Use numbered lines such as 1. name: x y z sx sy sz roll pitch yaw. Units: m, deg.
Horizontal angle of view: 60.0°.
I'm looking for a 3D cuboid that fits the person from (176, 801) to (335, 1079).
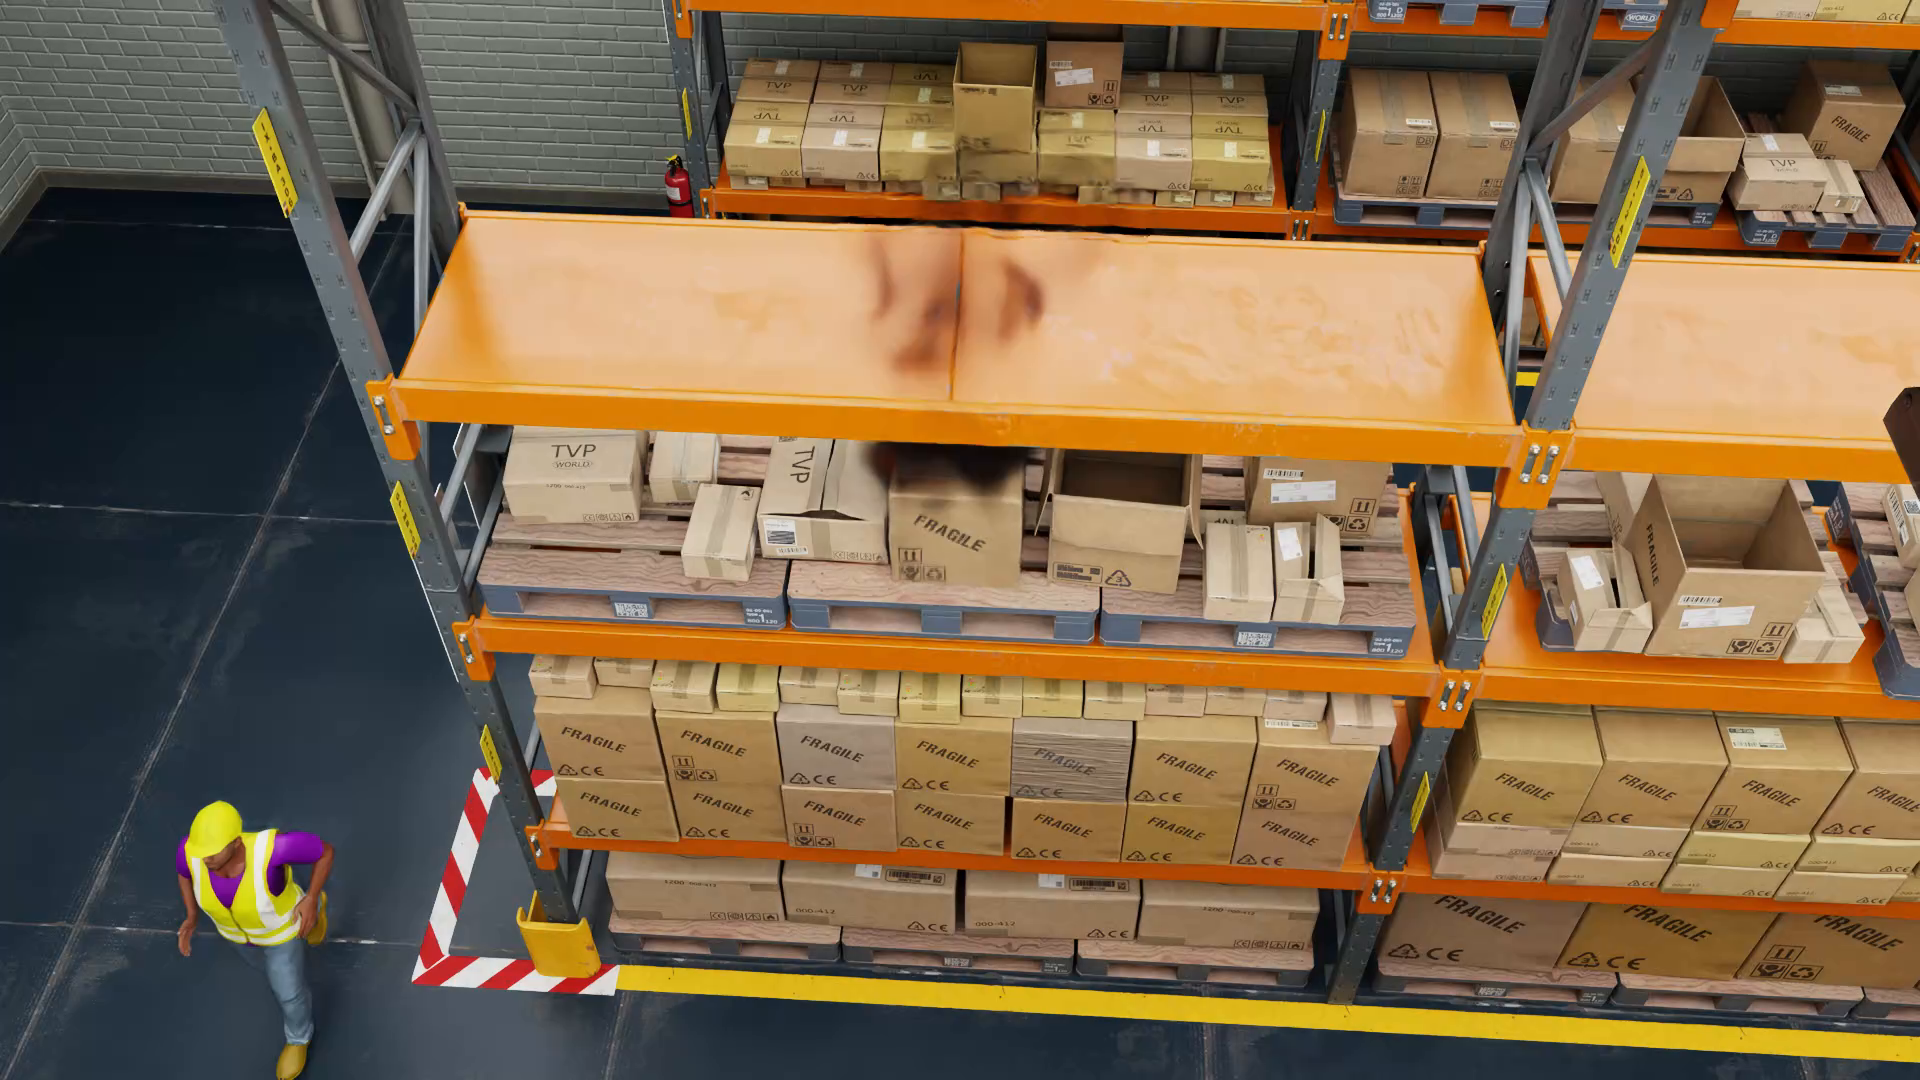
1. person: -3.309 1.792 7.942 0.701 1.763 0.923 5 48 4
